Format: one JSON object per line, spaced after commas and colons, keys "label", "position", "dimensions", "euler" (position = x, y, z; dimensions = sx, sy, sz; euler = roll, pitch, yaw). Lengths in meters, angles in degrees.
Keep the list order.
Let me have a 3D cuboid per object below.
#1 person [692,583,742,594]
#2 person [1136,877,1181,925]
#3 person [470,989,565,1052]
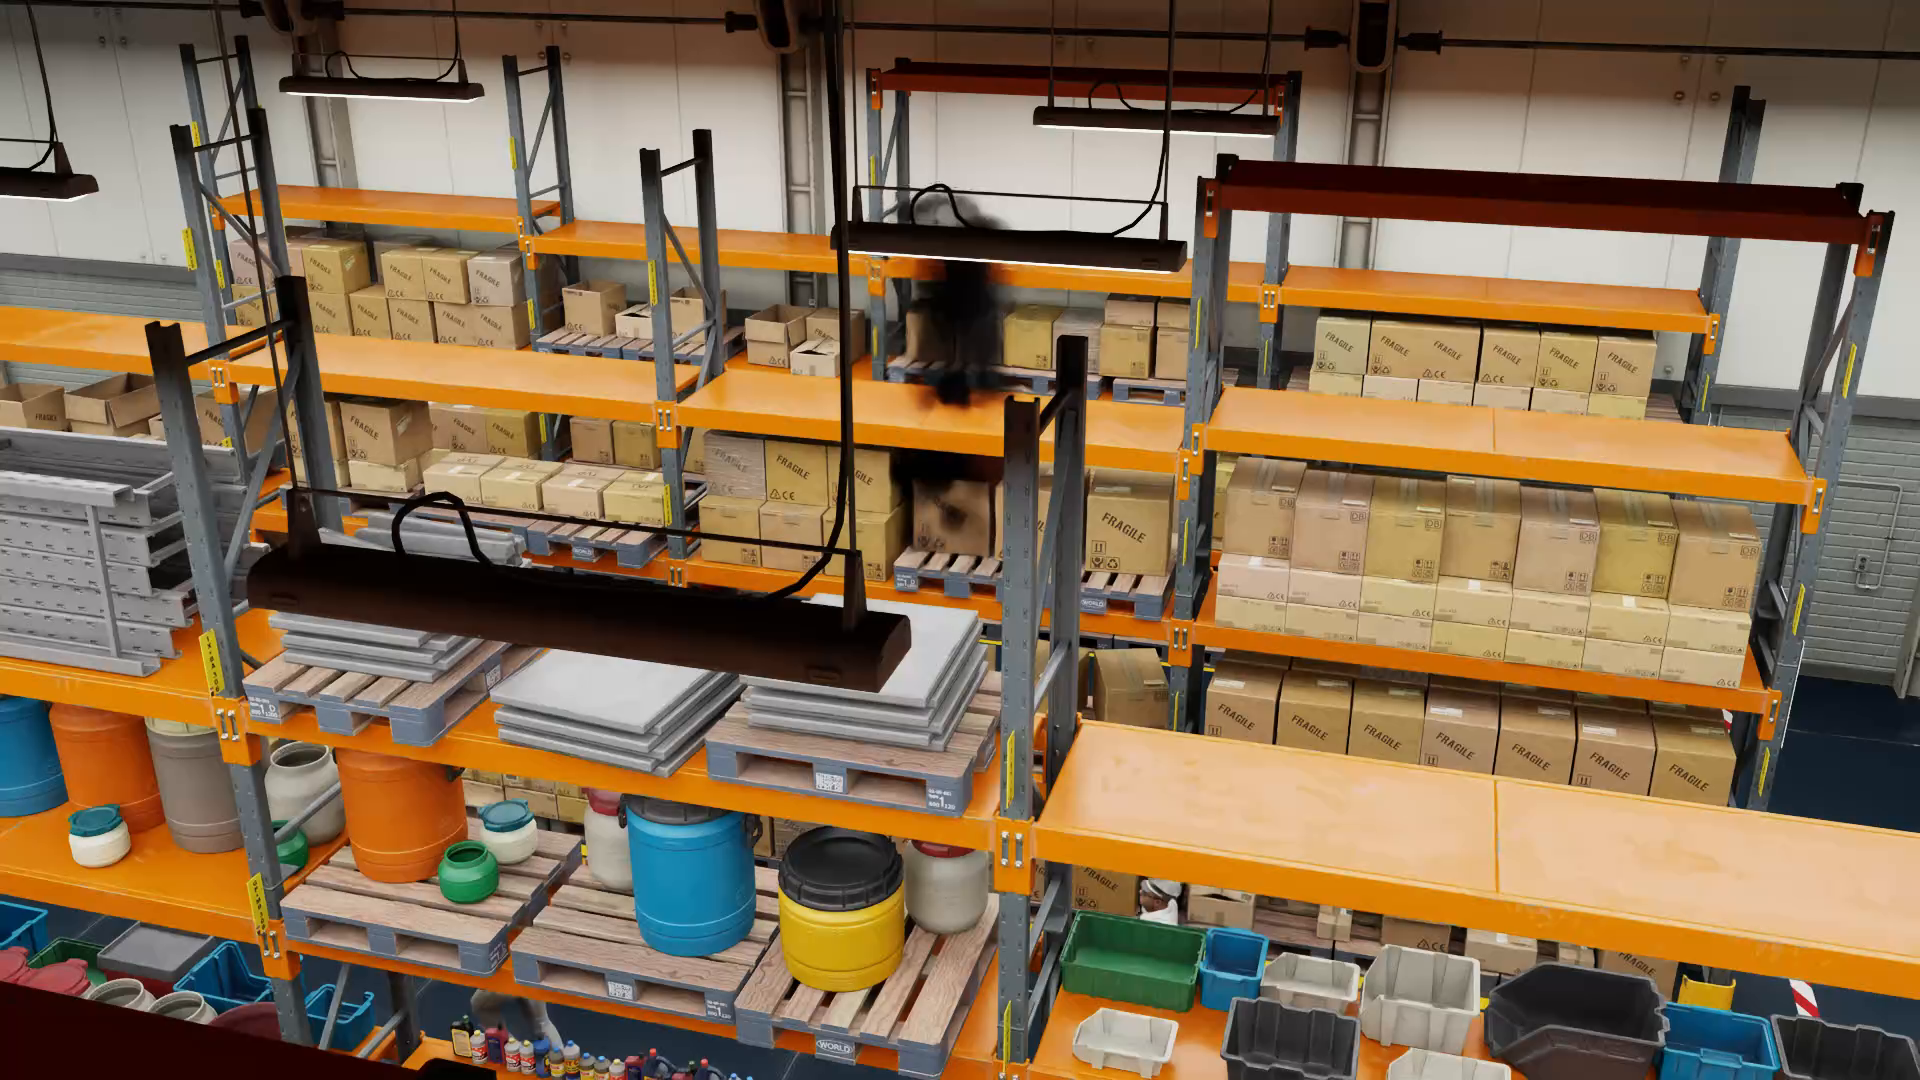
{"label": "person", "position": [-2.360, 0.755, 16.682], "dimensions": [0.915, 1.768, 0.641], "euler": [1, 23, 3]}
{"label": "person", "position": [1.290, 2.998, 11.322], "dimensions": [0.591, 1.738, 0.664], "euler": [4, 23, 10]}
{"label": "person", "position": [-3.061, 3.079, 11.381], "dimensions": [0.948, 1.591, 0.600], "euler": [12, 25, 26]}
